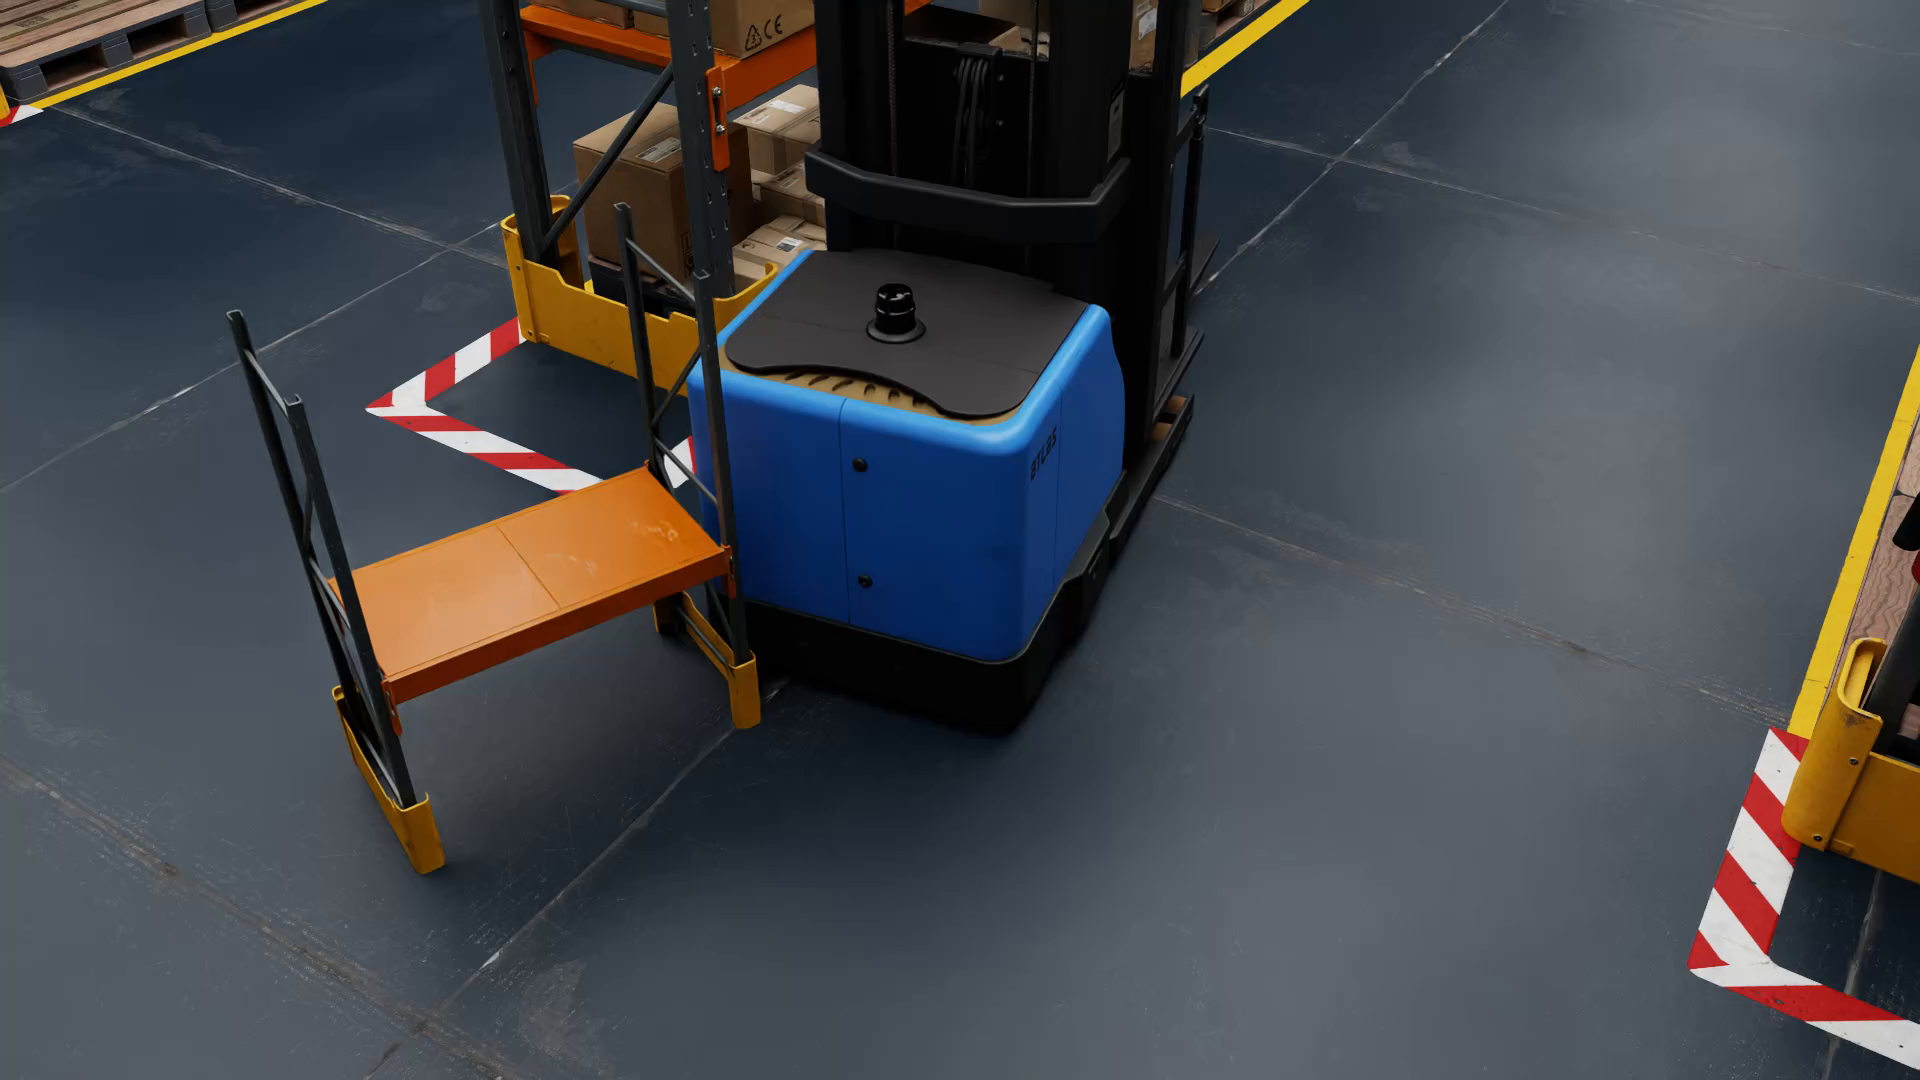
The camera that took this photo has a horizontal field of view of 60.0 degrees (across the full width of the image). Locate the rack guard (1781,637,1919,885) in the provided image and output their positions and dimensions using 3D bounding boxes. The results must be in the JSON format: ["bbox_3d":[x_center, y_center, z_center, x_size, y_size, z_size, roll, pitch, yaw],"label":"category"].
[{"bbox_3d":[2.883,0.731,4.393,1.175,0.500,0.348,21,42,25],"label":"rack guard"}]

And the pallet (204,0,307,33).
[{"bbox_3d":[-4.340,-3.447,10.048,1.003,0.211,1.213,21,42,25],"label":"pallet"}]

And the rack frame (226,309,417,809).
[{"bbox_3d":[-1.614,0.167,4.305,0.032,1.500,0.500,-23,43,-27],"label":"rack frame"}]

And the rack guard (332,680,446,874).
[{"bbox_3d":[-1.613,0.661,4.688,0.087,0.250,0.587,-23,43,-27],"label":"rack guard"}]

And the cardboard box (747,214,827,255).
[{"bbox_3d":[-0.640,-1.175,6.777,0.380,0.166,0.250,21,42,25],"label":"cardboard box"}]

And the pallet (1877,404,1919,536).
[{"bbox_3d":[3.913,-0.232,5.878,1.003,0.211,1.213,21,42,25],"label":"pallet"}]

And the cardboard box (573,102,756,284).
[{"bbox_3d":[-1.205,-1.435,6.842,0.500,0.500,0.500,21,42,25],"label":"cardboard box"}]

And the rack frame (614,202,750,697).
[{"bbox_3d":[-0.776,-0.185,4.762,0.032,1.500,0.500,-23,43,-27],"label":"rack frame"}]

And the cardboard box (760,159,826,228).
[{"bbox_3d":[-0.490,-1.421,7.028,0.500,0.250,0.500,21,42,25],"label":"cardboard box"}]

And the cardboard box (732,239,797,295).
[{"bbox_3d":[-0.774,-1.039,6.615,0.380,0.149,0.250,21,42,25],"label":"cardboard box"}]

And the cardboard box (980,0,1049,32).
[{"bbox_3d":[0.447,-2.916,8.918,0.500,0.311,0.500,21,42,25],"label":"cardboard box"}]

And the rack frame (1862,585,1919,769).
[{"bbox_3d":[2.896,-0.272,3.646,1.000,3.000,0.127,21,42,25],"label":"rack frame"}]

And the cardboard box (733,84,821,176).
[{"bbox_3d":[-0.671,-1.816,7.541,0.500,0.250,0.500,21,42,25],"label":"cardboard box"}]

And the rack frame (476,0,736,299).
[{"bbox_3d":[-1.289,-1.890,5.745,1.000,3.000,0.127,21,42,25],"label":"rack frame"}]

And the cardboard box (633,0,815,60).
[{"bbox_3d":[-0.828,-2.072,5.899,0.500,0.500,0.500,22,43,26],"label":"cardboard box"}]

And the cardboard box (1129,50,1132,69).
[{"bbox_3d":[0.638,-2.398,8.378,0.380,0.149,0.250,21,42,25],"label":"cardboard box"}]

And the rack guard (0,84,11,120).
[{"bbox_3d":[-5.471,-2.506,8.591,1.175,0.500,0.348,21,42,25],"label":"rack guard"}]

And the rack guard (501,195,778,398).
[{"bbox_3d":[-1.248,-0.939,6.559,1.175,0.500,0.348,21,42,25],"label":"rack guard"}]

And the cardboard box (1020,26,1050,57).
[{"bbox_3d":[0.387,-2.288,8.104,0.500,0.311,0.500,21,42,25],"label":"cardboard box"}]

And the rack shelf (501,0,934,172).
[{"bbox_3d":[-0.217,-2.636,7.302,1.077,0.370,4.000,21,42,25],"label":"rack shelf"}]

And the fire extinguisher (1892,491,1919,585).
[{"bbox_3d":[2.426,-0.167,3.878,0.296,0.674,0.183,21,42,25],"label":"fire extinguisher"}]

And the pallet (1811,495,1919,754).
[{"bbox_3d":[3.258,0.395,5.065,1.003,0.211,1.213,21,42,25],"label":"pallet"}]

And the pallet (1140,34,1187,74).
[{"bbox_3d":[0.486,-2.494,8.813,1.003,0.211,1.213,21,42,25],"label":"pallet"}]

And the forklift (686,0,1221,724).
[{"bbox_3d":[0.233,-1.515,5.315,1.130,2.935,3.031,14,40,17],"label":"forklift"}]

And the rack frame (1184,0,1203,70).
[{"bbox_3d":[0.854,-3.952,8.420,1.000,3.000,0.127,21,42,25],"label":"rack frame"}]

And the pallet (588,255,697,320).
[{"bbox_3d":[-0.822,-1.236,7.181,1.003,0.211,1.213,21,42,25],"label":"pallet"}]

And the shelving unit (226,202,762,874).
[{"bbox_3d":[-1.202,-0.006,4.529,1.083,1.500,0.587,-23,43,-27],"label":"shelving unit"}]

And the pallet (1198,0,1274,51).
[{"bbox_3d":[1.258,-3.280,9.831,1.003,0.211,1.213,21,42,25],"label":"pallet"}]

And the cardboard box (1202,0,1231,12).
[{"bbox_3d":[1.319,-3.306,9.269,0.500,0.500,0.500,19,42,23],"label":"cardboard box"}]

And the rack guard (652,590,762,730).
[{"bbox_3d":[-0.792,0.317,5.134,0.087,0.250,0.587,-23,43,-27],"label":"rack guard"}]

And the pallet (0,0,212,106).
[{"bbox_3d":[-4.995,-2.820,9.236,1.003,0.211,1.213,21,42,25],"label":"pallet"}]

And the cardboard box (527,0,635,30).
[{"bbox_3d":[-1.279,-2.250,6.130,0.500,0.500,0.500,23,43,26],"label":"cardboard box"}]

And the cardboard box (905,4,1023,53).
[{"bbox_3d":[-0.148,-2.168,7.789,0.797,0.503,0.637,21,42,25],"label":"cardboard box"}]

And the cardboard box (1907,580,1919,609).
[{"bbox_3d":[3.187,0.158,4.791,0.700,0.500,0.500,21,42,25],"label":"cardboard box"}]

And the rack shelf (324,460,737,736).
[{"bbox_3d":[-1.195,0.133,4.643,1.000,0.185,0.538,-23,43,-27],"label":"rack shelf"}]

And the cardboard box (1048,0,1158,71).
[{"bbox_3d":[0.789,-2.750,8.548,0.500,0.500,0.500,21,42,25],"label":"cardboard box"}]

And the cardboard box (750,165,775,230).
[{"bbox_3d":[-0.912,-1.483,7.177,0.380,0.166,0.250,21,42,25],"label":"cardboard box"}]
